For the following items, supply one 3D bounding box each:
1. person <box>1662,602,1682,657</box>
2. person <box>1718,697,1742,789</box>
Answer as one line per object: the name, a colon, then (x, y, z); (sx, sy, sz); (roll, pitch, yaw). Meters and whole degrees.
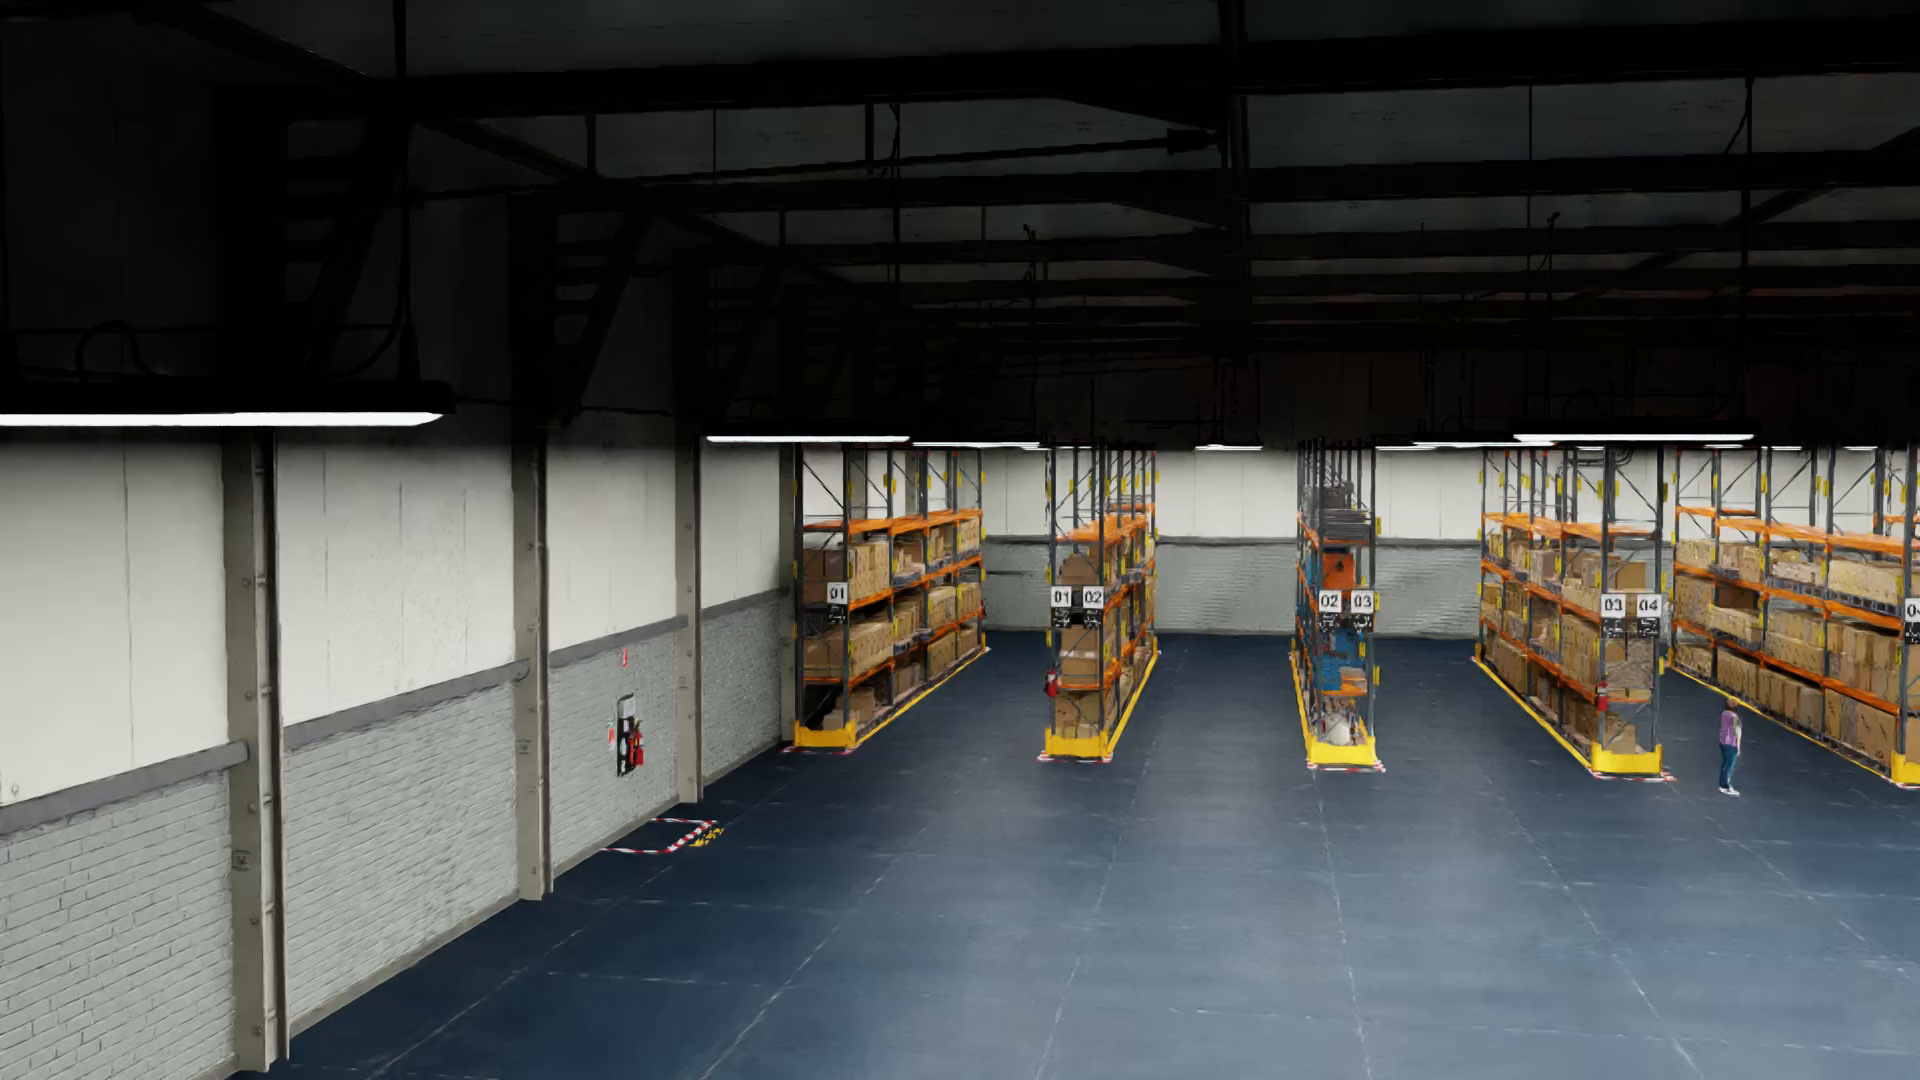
person: (20.002, 2.476, 46.564); (0.573, 1.579, 0.626); (-3, 4, -44)
person: (12.884, 3.398, 27.861); (0.325, 1.530, 0.515); (0, 3, -6)
